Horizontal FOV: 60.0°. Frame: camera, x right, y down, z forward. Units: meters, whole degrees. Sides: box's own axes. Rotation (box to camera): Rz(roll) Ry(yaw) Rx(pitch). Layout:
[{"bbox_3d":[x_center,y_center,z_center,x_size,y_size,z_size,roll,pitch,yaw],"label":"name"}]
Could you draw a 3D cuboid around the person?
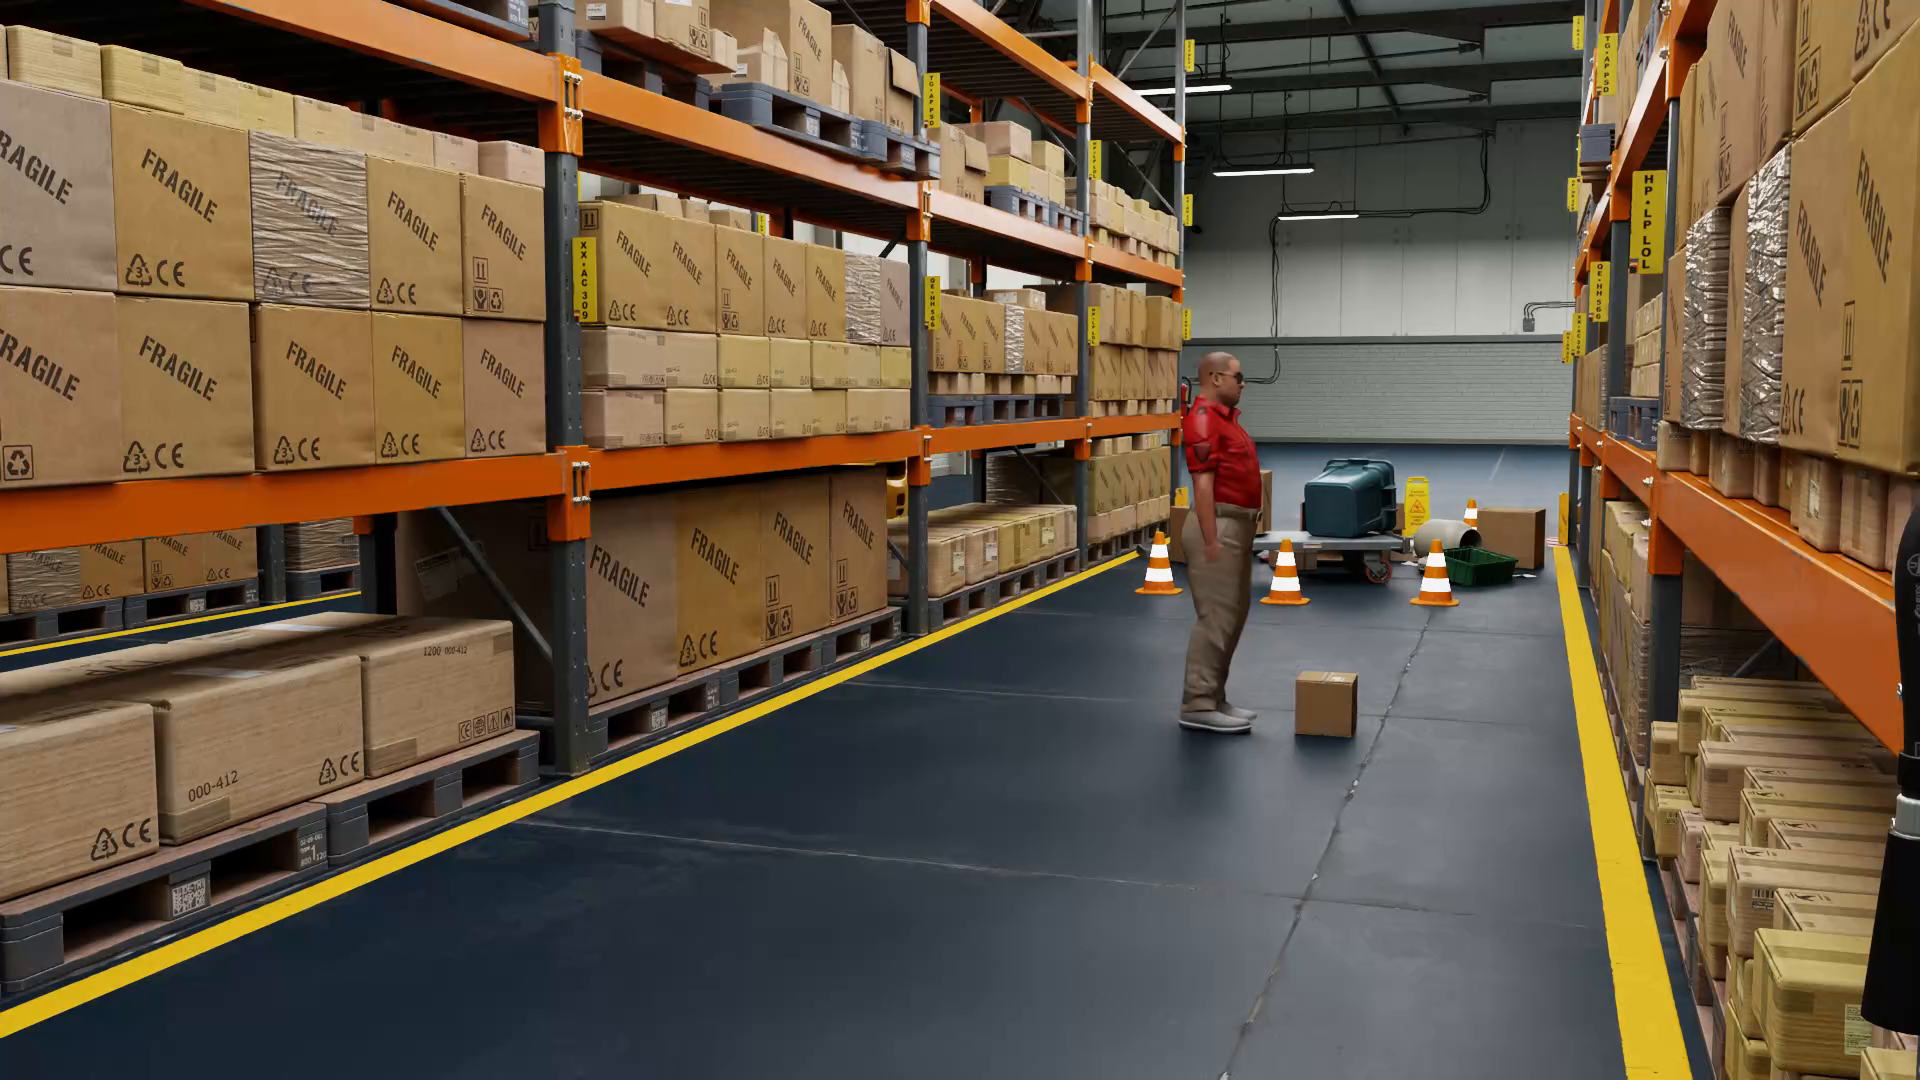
[{"bbox_3d":[1.217,0.003,7.653,0.360,1.733,0.527,2,5,20],"label":"person"}]
